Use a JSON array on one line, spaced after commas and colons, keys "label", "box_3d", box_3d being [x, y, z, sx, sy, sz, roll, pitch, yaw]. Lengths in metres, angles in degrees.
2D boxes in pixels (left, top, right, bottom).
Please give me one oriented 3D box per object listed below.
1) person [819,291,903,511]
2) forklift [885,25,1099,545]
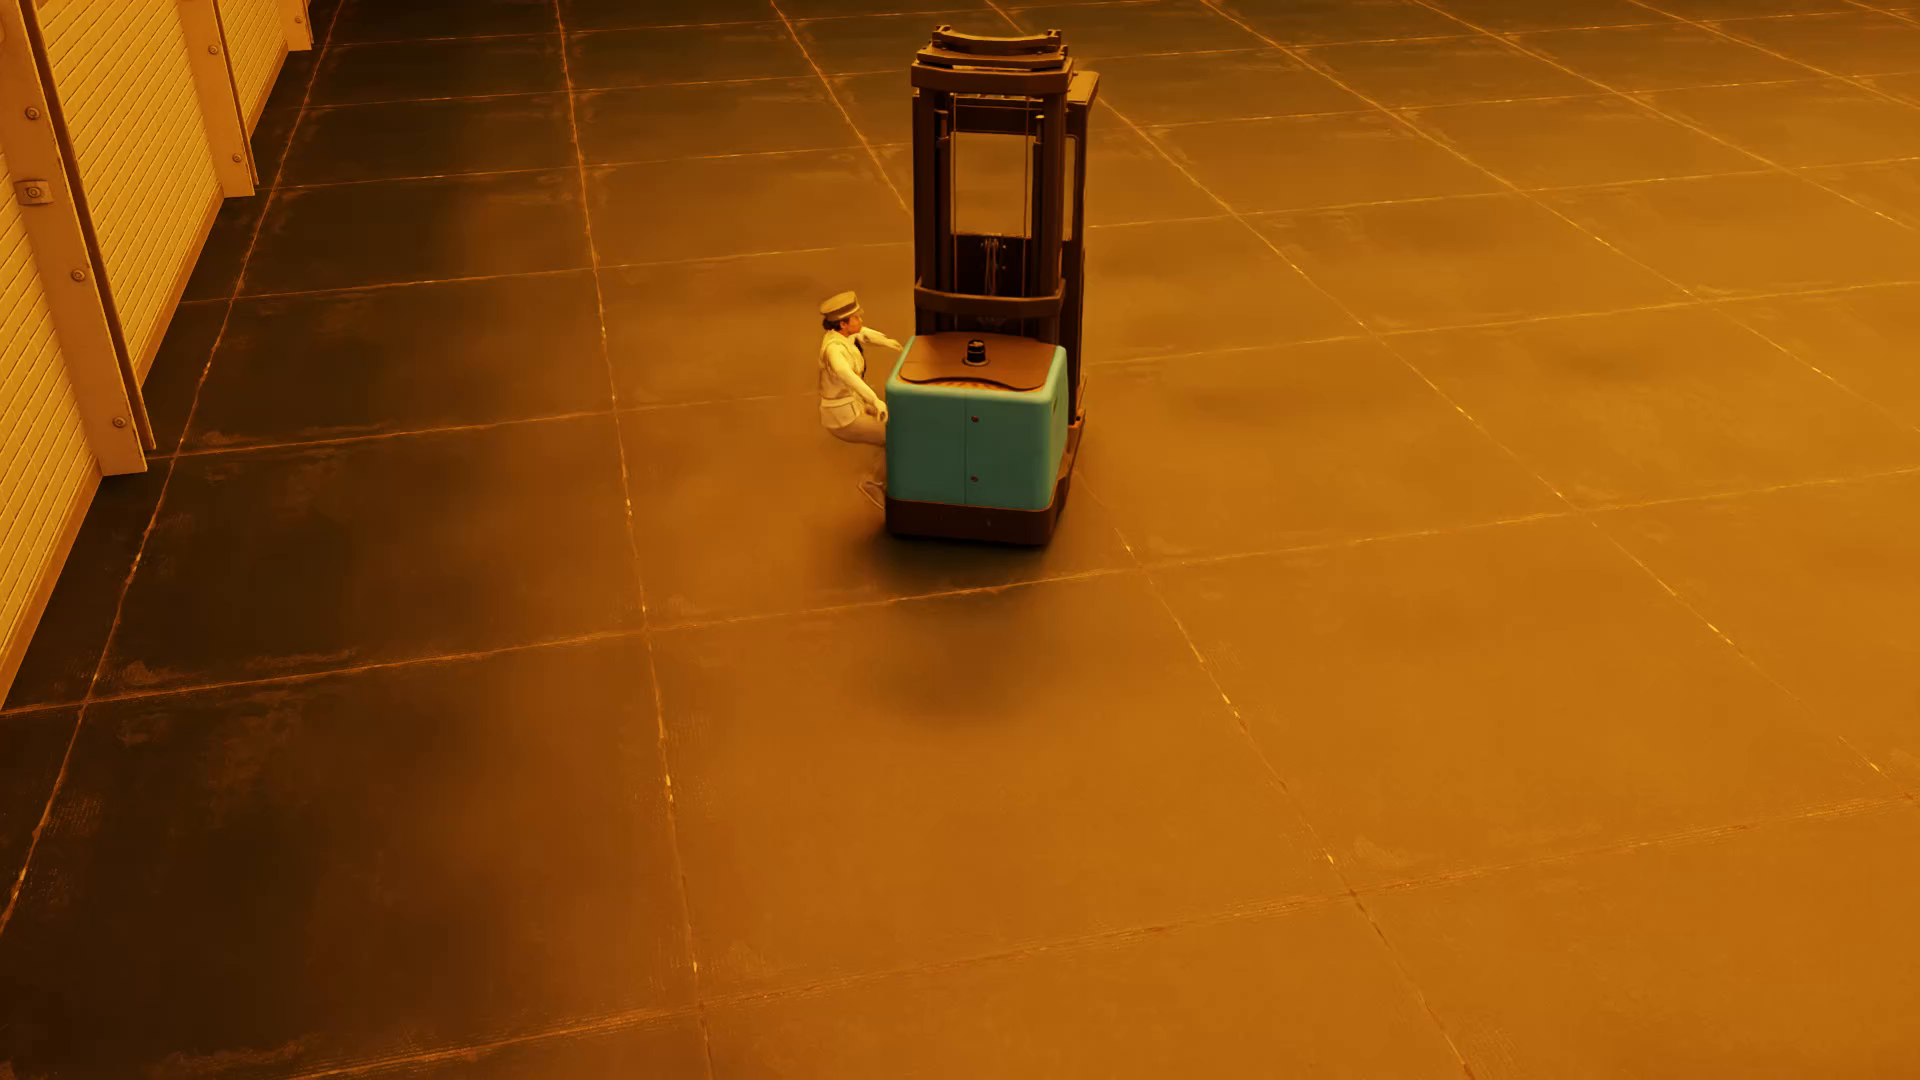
[{"label": "person", "box_3d": [-0.496, -0.854, 10.480, 0.772, 1.488, 1.028, -2, 30, -3]}, {"label": "forklift", "box_3d": [0.290, -1.959, 10.958, 1.130, 2.935, 3.031, 5, 30, 9]}]
